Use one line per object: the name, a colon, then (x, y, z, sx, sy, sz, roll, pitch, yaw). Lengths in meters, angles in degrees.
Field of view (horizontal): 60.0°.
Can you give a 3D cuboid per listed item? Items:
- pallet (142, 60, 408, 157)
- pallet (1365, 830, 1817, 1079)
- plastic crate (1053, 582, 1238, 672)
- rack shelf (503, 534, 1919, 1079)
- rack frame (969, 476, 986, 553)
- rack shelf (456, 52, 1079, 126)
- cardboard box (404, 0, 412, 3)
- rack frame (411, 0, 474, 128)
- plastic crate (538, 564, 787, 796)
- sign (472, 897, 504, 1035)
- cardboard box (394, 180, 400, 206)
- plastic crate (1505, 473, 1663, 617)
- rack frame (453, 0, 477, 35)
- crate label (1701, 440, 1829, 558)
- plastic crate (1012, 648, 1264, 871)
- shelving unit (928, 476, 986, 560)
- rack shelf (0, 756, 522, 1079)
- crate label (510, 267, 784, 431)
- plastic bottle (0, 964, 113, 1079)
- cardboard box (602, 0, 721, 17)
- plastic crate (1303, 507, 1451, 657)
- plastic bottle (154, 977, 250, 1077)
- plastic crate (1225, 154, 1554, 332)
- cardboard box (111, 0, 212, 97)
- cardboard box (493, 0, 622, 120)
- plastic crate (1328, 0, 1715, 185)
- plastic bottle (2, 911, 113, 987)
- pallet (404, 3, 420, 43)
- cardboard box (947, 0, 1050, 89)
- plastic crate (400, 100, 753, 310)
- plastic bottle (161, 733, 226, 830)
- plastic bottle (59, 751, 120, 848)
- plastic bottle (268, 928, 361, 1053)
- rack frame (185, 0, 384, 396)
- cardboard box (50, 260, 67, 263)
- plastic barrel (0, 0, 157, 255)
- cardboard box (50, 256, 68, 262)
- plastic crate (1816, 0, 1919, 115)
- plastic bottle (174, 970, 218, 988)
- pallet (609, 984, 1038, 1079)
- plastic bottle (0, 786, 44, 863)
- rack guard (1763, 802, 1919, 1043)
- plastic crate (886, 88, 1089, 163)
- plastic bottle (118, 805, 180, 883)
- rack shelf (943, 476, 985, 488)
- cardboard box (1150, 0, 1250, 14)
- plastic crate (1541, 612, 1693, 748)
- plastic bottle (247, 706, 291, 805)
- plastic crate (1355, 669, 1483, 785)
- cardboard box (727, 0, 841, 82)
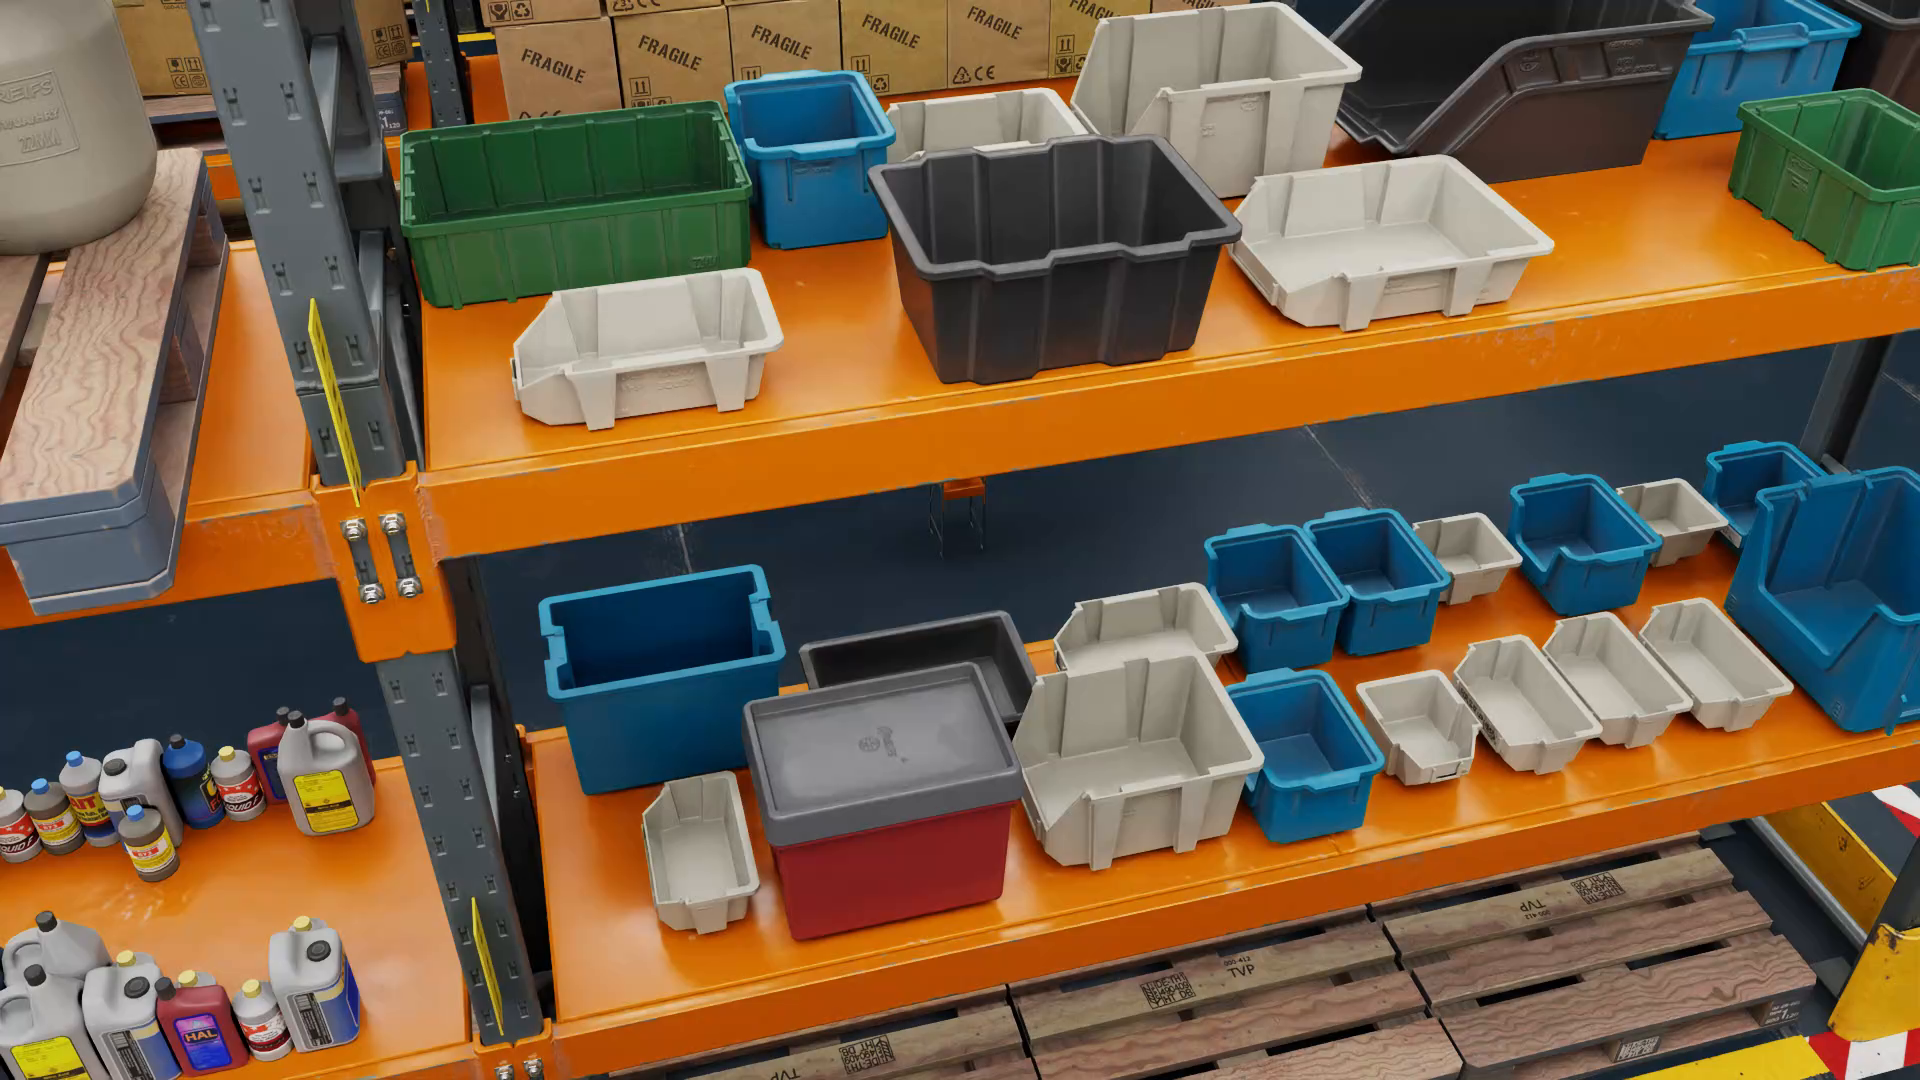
pallet: (-3.196, -2.104, 7.690, 1.213, 0.211, 1.003, -9, 38, -12)
pallet: (1.947, 1.245, 5.449, 1.213, 0.211, 1.003, -9, 38, -12)
plastic crate: (0.494, 0.292, 4.567, 0.466, 0.136, 0.293, -9, 38, -12)
rack shelf: (0.822, 0.632, 4.547, 4.000, 0.370, 1.077, -9, 38, -12)
rack frame: (0.074, -0.489, 6.901, 0.006, 1.200, 0.240, -9, 38, -12)
rack shelf: (-0.466, -2.274, 8.346, 4.000, 0.370, 1.077, -9, 38, -12)
cardboard box: (-4.285, -4.282, 11.802, 0.750, 0.750, 0.750, -9, 38, -11)
rack frame: (-2.397, -2.243, 7.713, 0.127, 3.000, 1.000, -9, 38, -12)
plastic crate: (-0.747, 0.372, 4.259, 0.575, 0.384, 0.392, -9, 38, -12)
sign: (-0.967, 0.876, 3.408, 0.005, 0.325, 0.100, -9, 38, -12)
cardboard box: (-2.927, -1.491, 8.426, 0.500, 0.500, 0.500, -11, 39, -14)
plastic crate: (1.793, 0.023, 4.840, 0.300, 0.233, 0.416, -9, 38, -12)
rack frame: (-3.692, -5.148, 11.511, 0.127, 3.000, 1.000, -9, 38, -12)
crate label: (2.429, -0.082, 4.976, 0.303, 0.233, 0.416, -9, 38, -12)
plastic crate: (0.413, 0.553, 4.107, 0.530, 0.282, 0.437, -9, 38, -12)
shelving unit: (-0.014, -0.474, 6.882, 0.189, 1.200, 0.258, -9, 38, -12)
rack shelf: (-3.040, 1.266, 3.719, 4.000, 0.370, 1.077, -9, 38, -12)
crate label: (-0.561, -0.331, 2.963, 0.466, 0.136, 0.293, -9, 38, -12)
plastic bottle: (-1.911, 1.020, 3.488, 0.185, 0.351, 0.144, -9, 38, -12)
cardboard box: (-1.370, -2.671, 7.368, 0.500, 0.500, 0.500, -10, 39, -13)
plastic crate: (1.158, 0.127, 4.704, 0.300, 0.233, 0.416, -9, 38, -12)
plastic bottle: (-1.616, 1.025, 3.537, 0.133, 0.283, 0.061, -9, 38, -12)
plastic crate: (0.823, -0.584, 3.293, 0.530, 0.136, 0.437, -9, 38, -12)
cardboard box: (-3.560, -2.359, 7.438, 0.500, 0.500, 0.700, -4, 38, -5)
cardboard box: (-1.833, -2.203, 7.579, 0.500, 0.500, 0.500, -8, 38, -11)
plastic crate: (1.206, -1.056, 3.744, 0.767, 0.338, 0.504, -9, 38, -12)
plastic bottle: (-1.948, 0.936, 3.598, 0.185, 0.351, 0.144, -9, 38, -12)
pallet: (-4.417, -3.874, 12.140, 1.213, 0.211, 1.003, -9, 38, -12)
cardboard box: (0.121, -2.525, 8.000, 0.500, 0.500, 0.500, -9, 38, -12)
plastic crate: (-0.779, -0.688, 3.387, 0.662, 0.188, 0.450, -9, 38, -12)
plastic bottle: (-1.903, 0.588, 4.119, 0.097, 0.271, 0.097, 0, 37, 0)
plastic bottle: (-2.127, 0.625, 4.071, 0.097, 0.271, 0.097, 0, 37, 0)
plastic bottle: (-1.405, 0.965, 3.622, 0.135, 0.276, 0.152, -9, 38, -12)
rack frame: (-1.109, -1.719, 2.091, 0.127, 3.000, 1.000, -9, 38, -12)
cardboard box: (-4.252, -0.944, 7.710, 0.500, 0.500, 0.500, -11, 39, -13)
plastic barrel: (-1.682, -0.813, 2.917, 0.433, 0.535, 0.433, 0, 37, 0)
cardboard box: (-4.412, -1.245, 8.105, 0.500, 0.500, 0.500, -11, 39, -14)
plastic crate: (2.309, -1.212, 4.005, 0.590, 0.269, 0.497, -9, 38, -12)
plastic bottle: (-1.654, 1.014, 3.619, 0.097, 0.201, 0.097, 0, 37, 0)
pallet: (-0.409, 1.632, 4.943, 1.213, 0.211, 1.003, -9, 38, -12)
plastic bottle: (-2.315, 0.683, 4.052, 0.097, 0.201, 0.097, 0, 37, 0)
rack guard: (2.773, 1.011, 5.517, 0.348, 0.500, 1.175, -9, 38, -12)
plastic crate: (0.020, -0.848, 3.638, 0.466, 0.136, 0.293, -9, 38, -12)
plastic bottle: (-1.958, 0.720, 4.003, 0.097, 0.201, 0.097, 0, 37, 0)
rack shelf: (-0.014, -0.344, 6.982, 0.180, 0.103, 0.258, -9, 38, -12)
cardboard box: (1.104, -2.686, 8.210, 0.500, 0.500, 0.500, -8, 38, -11)
plastic crate: (1.729, 0.383, 4.448, 0.243, 0.136, 0.396, -9, 38, -12)
plastic bottle: (-1.703, 0.539, 4.173, 0.133, 0.283, 0.061, -9, 38, -12)
plastic crate: (1.186, 0.500, 4.296, 0.250, 0.136, 0.298, -9, 38, -12)
cardboard box: (-0.856, -2.364, 7.790, 0.500, 0.500, 0.500, -10, 38, -12)
